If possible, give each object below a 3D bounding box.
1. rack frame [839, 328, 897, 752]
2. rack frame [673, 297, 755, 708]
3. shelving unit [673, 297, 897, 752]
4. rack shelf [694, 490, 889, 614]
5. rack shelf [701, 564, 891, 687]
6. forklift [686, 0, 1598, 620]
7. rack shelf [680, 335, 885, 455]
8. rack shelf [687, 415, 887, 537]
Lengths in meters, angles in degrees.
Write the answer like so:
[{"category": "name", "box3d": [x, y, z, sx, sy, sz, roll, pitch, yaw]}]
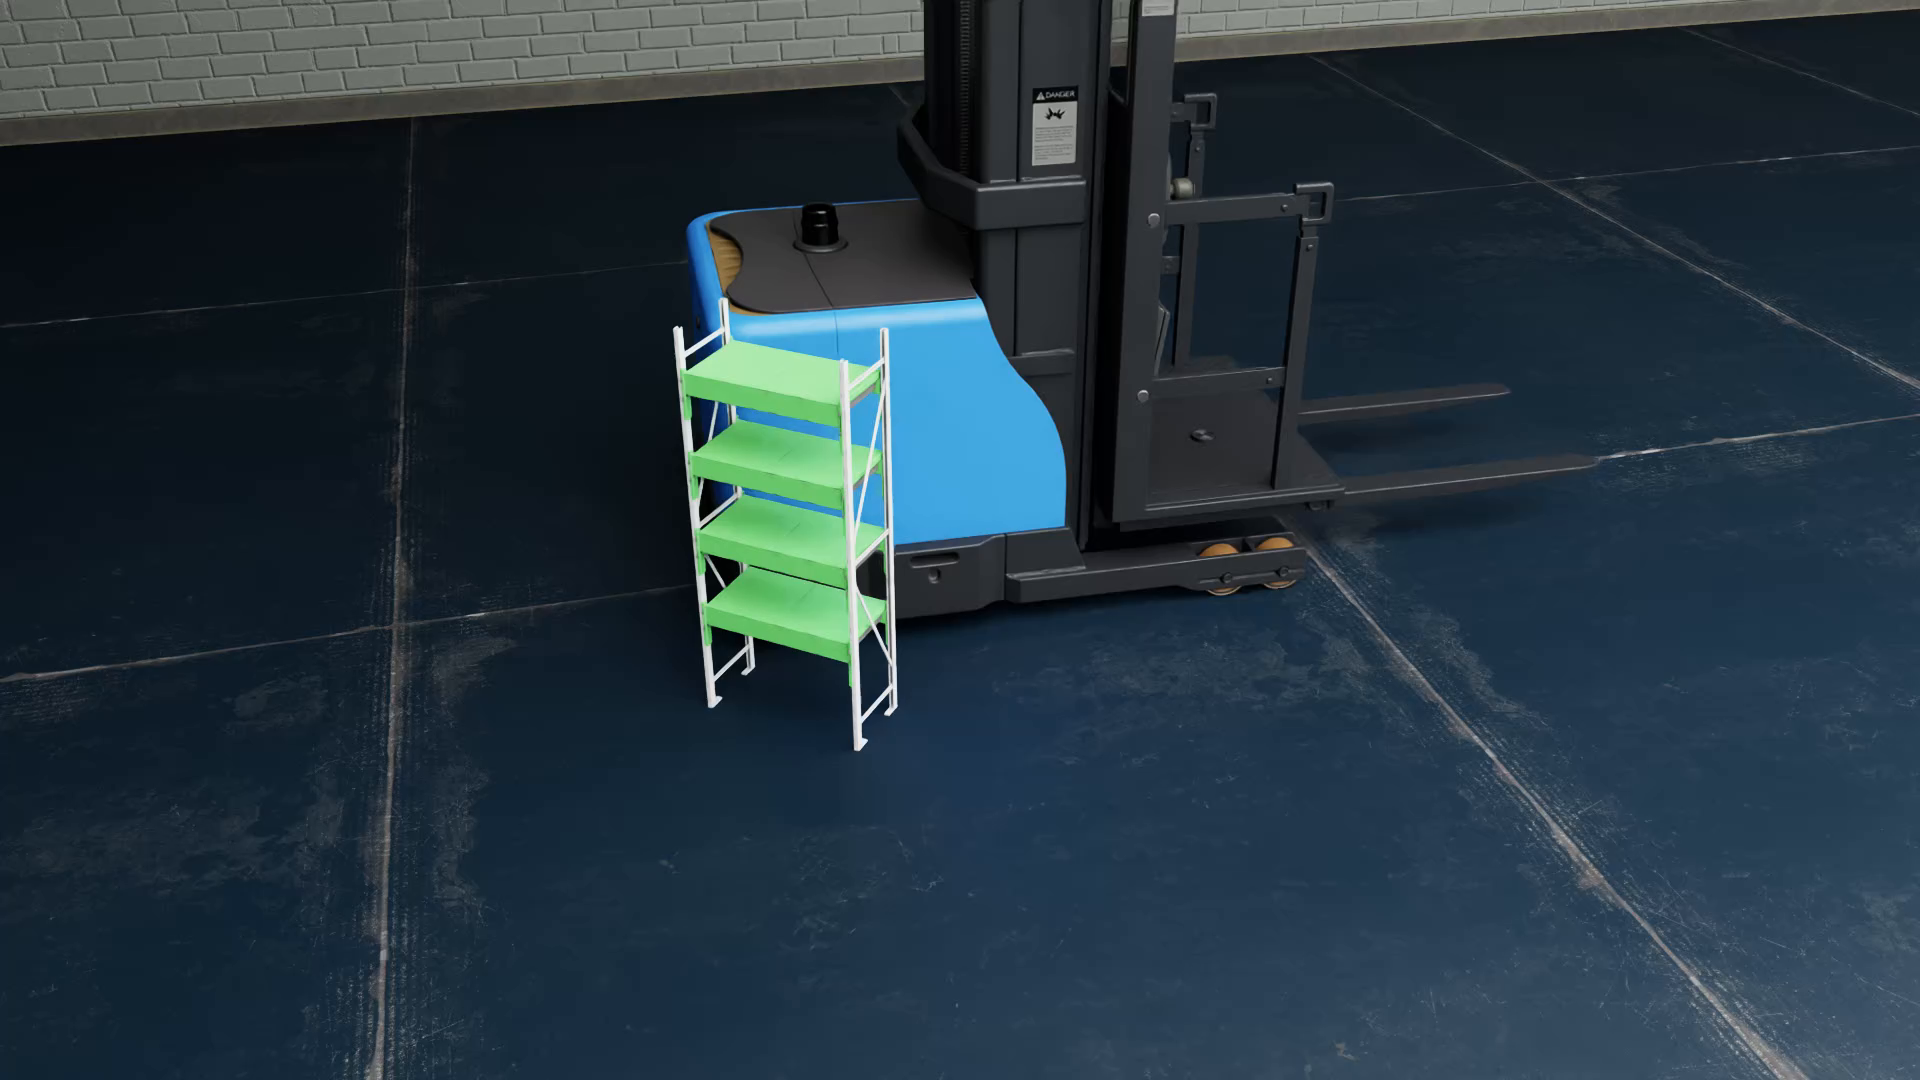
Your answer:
[{"category": "rack frame", "box3d": [-0.243, 0.025, 4.509, 0.015, 1.200, 0.240, 13, 33, 22]}, {"category": "rack frame", "box3d": [-0.684, -0.079, 4.689, 0.015, 1.200, 0.240, 13, 33, 22]}, {"category": "shelving unit", "box3d": [-0.463, -0.027, 4.599, 0.503, 1.200, 0.258, 13, 33, 22]}, {"category": "rack shelf", "box3d": [-0.463, 0.028, 4.631, 0.480, 0.148, 0.258, 13, 33, 22]}, {"category": "rack shelf", "box3d": [-0.463, 0.236, 4.752, 0.480, 0.148, 0.258, 13, 33, 22]}, {"category": "forklift", "box3d": [0.662, -1.339, 5.138, 3.031, 2.935, 1.130, -6, 31, -11]}, {"category": "rack shelf", "box3d": [-0.463, -0.387, 4.391, 0.480, 0.148, 0.258, 13, 33, 22]}, {"category": "rack shelf", "box3d": [-0.463, -0.180, 4.511, 0.480, 0.148, 0.258, 13, 33, 22]}]
